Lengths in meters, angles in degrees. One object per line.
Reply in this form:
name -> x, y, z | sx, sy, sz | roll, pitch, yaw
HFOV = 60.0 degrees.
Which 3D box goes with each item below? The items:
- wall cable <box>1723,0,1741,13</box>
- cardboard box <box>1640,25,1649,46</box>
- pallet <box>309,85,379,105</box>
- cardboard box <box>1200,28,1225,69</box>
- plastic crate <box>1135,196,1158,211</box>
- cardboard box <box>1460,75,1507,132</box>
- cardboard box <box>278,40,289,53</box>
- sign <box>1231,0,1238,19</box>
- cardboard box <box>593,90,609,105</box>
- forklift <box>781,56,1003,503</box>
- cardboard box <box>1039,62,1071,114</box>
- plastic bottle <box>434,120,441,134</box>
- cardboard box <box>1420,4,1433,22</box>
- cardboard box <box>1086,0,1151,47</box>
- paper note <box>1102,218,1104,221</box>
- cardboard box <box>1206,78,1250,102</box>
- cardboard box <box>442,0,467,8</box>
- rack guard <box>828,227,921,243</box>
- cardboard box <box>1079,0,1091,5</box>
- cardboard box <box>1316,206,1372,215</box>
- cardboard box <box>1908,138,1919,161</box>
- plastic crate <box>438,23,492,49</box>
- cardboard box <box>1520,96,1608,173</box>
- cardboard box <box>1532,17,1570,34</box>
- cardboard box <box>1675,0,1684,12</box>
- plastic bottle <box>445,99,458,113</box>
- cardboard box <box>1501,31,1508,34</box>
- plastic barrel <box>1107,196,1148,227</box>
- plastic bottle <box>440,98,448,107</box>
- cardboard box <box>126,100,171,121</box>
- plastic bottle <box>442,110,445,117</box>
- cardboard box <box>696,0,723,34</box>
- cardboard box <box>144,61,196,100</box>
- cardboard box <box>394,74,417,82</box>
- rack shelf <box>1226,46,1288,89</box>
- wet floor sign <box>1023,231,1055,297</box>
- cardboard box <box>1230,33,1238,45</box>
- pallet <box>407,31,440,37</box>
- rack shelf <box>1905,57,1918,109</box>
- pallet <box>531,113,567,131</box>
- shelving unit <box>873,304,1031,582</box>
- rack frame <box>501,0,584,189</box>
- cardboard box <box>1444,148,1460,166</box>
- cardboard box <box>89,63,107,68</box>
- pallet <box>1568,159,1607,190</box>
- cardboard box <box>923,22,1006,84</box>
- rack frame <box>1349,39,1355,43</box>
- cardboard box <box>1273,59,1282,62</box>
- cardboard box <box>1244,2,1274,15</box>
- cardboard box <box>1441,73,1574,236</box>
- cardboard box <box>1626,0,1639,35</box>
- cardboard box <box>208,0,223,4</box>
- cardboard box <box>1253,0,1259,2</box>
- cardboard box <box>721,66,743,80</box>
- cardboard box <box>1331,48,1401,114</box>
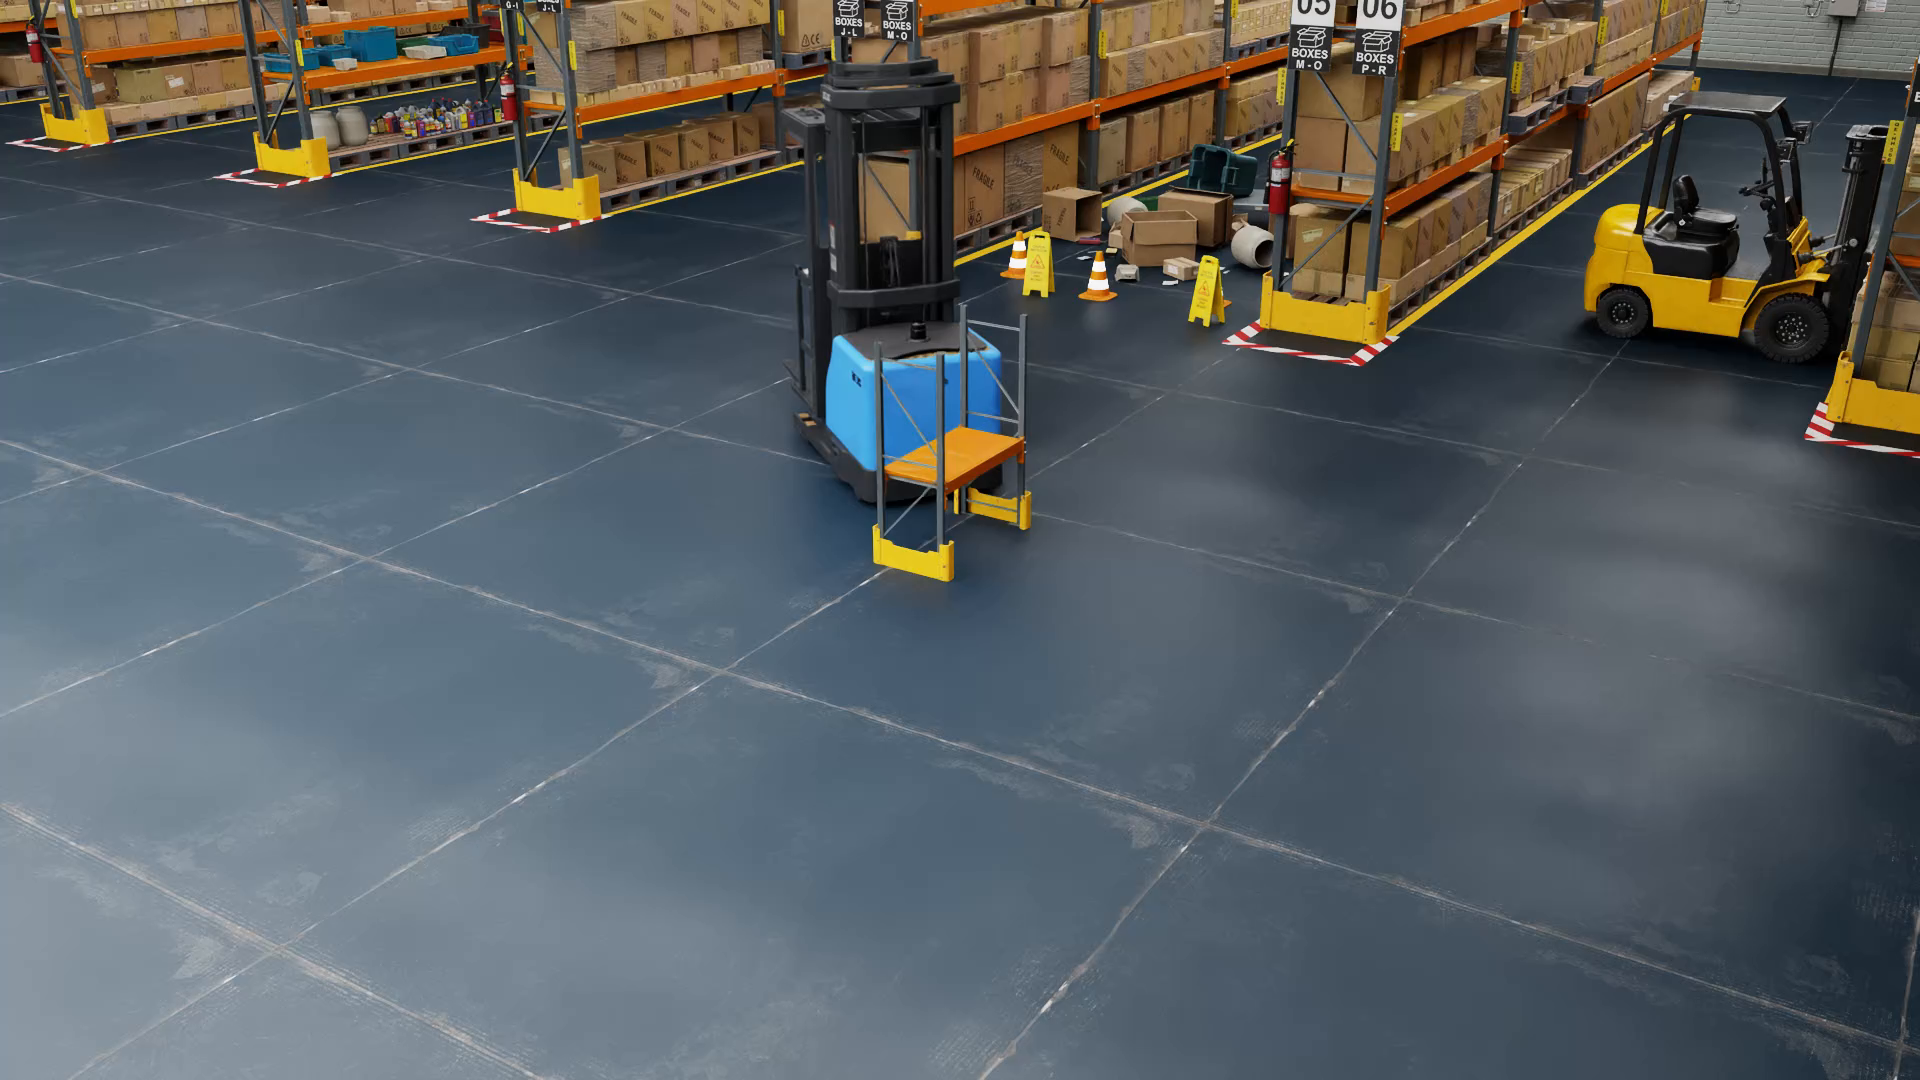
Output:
wall cable -> 14.798, -11.124, 31.851 | 0.585, 1.953, 0.123 | 14, 27, 29
cardboard box -> 9.450, -7.176, 23.609 | 0.500, 0.250, 0.500 | 15, 27, 30
pallet -> -10.964, -7.816, 29.039 | 1.003, 0.211, 1.213 | 14, 27, 29
cardboard box -> 3.356, -6.876, 23.231 | 0.500, 0.500, 0.500 | 14, 27, 29
plastic crate -> 2.276, -4.091, 20.391 | 0.662, 0.188, 0.450 | -12, 16, -26
cardboard box -> 5.491, -4.665, 17.750 | 0.500, 0.500, 0.500 | 13, 27, 28
cardboard box -> -13.755, -10.027, 33.228 | 0.700, 0.500, 0.500 | 14, 27, 30
sign -> 3.838, -7.454, 23.236 | 0.100, 0.325, 0.005 | 14, 27, 29
cardboard box -> -4.514, -5.423, 20.317 | 0.380, 0.149, 0.250 | 14, 27, 29
forklift -> -0.678, -2.162, 12.554 | 1.130, 2.935, 3.031 | -8, 25, -18
cardboard box -> 0.800, -5.440, 19.851 | 0.875, 0.550, 0.550 | 14, 27, 29
plastic bottle -> -7.716, -6.097, 24.526 | 0.097, 0.201, 0.097 | 0, 23, 0
cardboard box -> 4.086, -4.830, 15.171 | 0.380, 0.149, 0.250 | 15, 27, 30
cardboard box -> 2.048, -6.706, 21.581 | 0.700, 0.500, 0.500 | 14, 27, 29
paper note -> 1.670, -3.909, 20.241 | 0.147, 0.020, 0.142 | -3, 24, -7
cardboard box -> 3.934, -6.610, 24.417 | 0.500, 0.250, 0.500 | 13, 26, 27
cardboard box -> -9.438, -10.034, 30.766 | 0.500, 0.311, 0.500 | 16, 28, 32
rack guard -> -0.868, -3.183, 17.973 | 1.175, 0.500, 0.348 | 14, 27, 29
cardboard box -> 2.051, -9.800, 29.926 | 0.500, 0.250, 0.500 | 14, 27, 29
cardboard box -> 3.877, -3.112, 16.651 | 0.500, 0.500, 0.500 | 15, 28, 31
cardboard box -> 7.851, -3.125, 13.376 | 0.380, 0.149, 0.250 | 15, 27, 30
plastic crate -> -7.497, -7.621, 25.157 | 0.767, 0.338, 0.504 | 14, 27, 29
cardboard box -> 8.059, -5.468, 22.252 | 0.875, 0.875, 0.875 | 14, 27, 28
cardboard box -> 7.000, -6.096, 19.712 | 0.380, 0.149, 0.250 | 12, 26, 26
cardboard box -> 10.742, -8.339, 25.354 | 0.500, 0.500, 0.500 | 14, 27, 30
plastic bottle -> -7.769, -6.570, 25.432 | 0.144, 0.351, 0.185 | 14, 27, 29
cardboard box -> 6.376, -5.782, 19.801 | 0.500, 0.500, 0.500 | 13, 26, 27
plastic barrel -> 1.960, -3.801, 19.498 | 0.421, 0.421, 0.512 | -7, 24, -17
plastic bottle -> -7.892, -6.600, 25.502 | 0.144, 0.351, 0.185 | 15, 27, 30
cardboard box -> -12.697, -6.724, 25.938 | 0.500, 0.250, 0.500 | 14, 27, 29
plastic bottle -> -7.660, -6.271, 24.827 | 0.061, 0.283, 0.133 | 14, 27, 29
cardboard box -> -3.436, -6.856, 21.552 | 0.500, 0.500, 0.500 | 14, 27, 29
cardboard box -> -12.443, -7.239, 26.184 | 0.500, 0.500, 0.500 | 14, 27, 29
cardboard box -> -10.085, -8.373, 29.748 | 0.500, 0.250, 0.500 | 14, 27, 30
rack shelf -> 4.420, -7.383, 25.434 | 1.077, 0.370, 4.000 | 14, 27, 29
wet floor sign -> 0.812, -2.833, 16.982 | 0.267, 0.644, 0.232 | 9, 25, 20
cardboard box -> 3.773, -7.224, 23.950 | 0.380, 0.149, 0.250 | 13, 27, 28
pallet -> -11.653, -11.020, 36.440 | 1.003, 0.211, 1.213 | 14, 27, 29
rack shelf -> 8.678, -4.017, 13.884 | 1.077, 0.370, 4.000 | 14, 27, 29
pallet -> -6.732, -6.793, 26.676 | 1.003, 0.211, 1.213 | 14, 27, 29
shelving unit -> 3.991, -3.379, 16.791 | 0.587, 1.800, 16.366 | 14, 27, 29
rack frame -> -5.015, -5.412, 19.975 | 1.000, 3.000, 0.127 | 14, 27, 29
cardboard box -> 4.805, -3.879, 16.751 | 0.380, 0.149, 0.250 | 14, 27, 29
cardboard box -> -15.787, -8.591, 30.331 | 0.380, 0.166, 0.250 | 10, 25, 22
pallet -> 8.104, -5.006, 22.547 | 1.003, 0.211, 1.213 | 14, 27, 29
cardboard box -> -0.004, -5.385, 18.366 | 0.875, 0.550, 0.550 | 14, 27, 29
rack frame -> 7.585, -9.738, 29.969 | 1.000, 3.000, 0.127 | 14, 27, 29
cardboard box -> 4.861, -7.584, 26.667 | 0.500, 0.250, 0.500 | 13, 26, 27
cardboard box -> 4.465, -7.948, 24.873 | 0.380, 0.149, 0.250 | 15, 27, 31
cardboard box -> 6.140, -4.453, 18.871 | 0.500, 1.199, 4.102 | 14, 27, 30
cardboard box -> 8.900, -7.165, 22.642 | 0.500, 0.500, 0.500 | 14, 27, 30
cardboard box -> -11.952, -8.618, 26.438 | 0.380, 0.149, 0.250 | 15, 27, 30
cardboard box -> 4.463, -8.437, 26.002 | 0.380, 0.149, 0.250 | 13, 27, 28
cardboard box -> -3.129, -6.250, 22.228 | 0.380, 0.149, 0.250 | 14, 27, 29
cardboard box -> 3.761, -4.364, 15.795 | 0.700, 0.500, 0.500 | 14, 27, 29
